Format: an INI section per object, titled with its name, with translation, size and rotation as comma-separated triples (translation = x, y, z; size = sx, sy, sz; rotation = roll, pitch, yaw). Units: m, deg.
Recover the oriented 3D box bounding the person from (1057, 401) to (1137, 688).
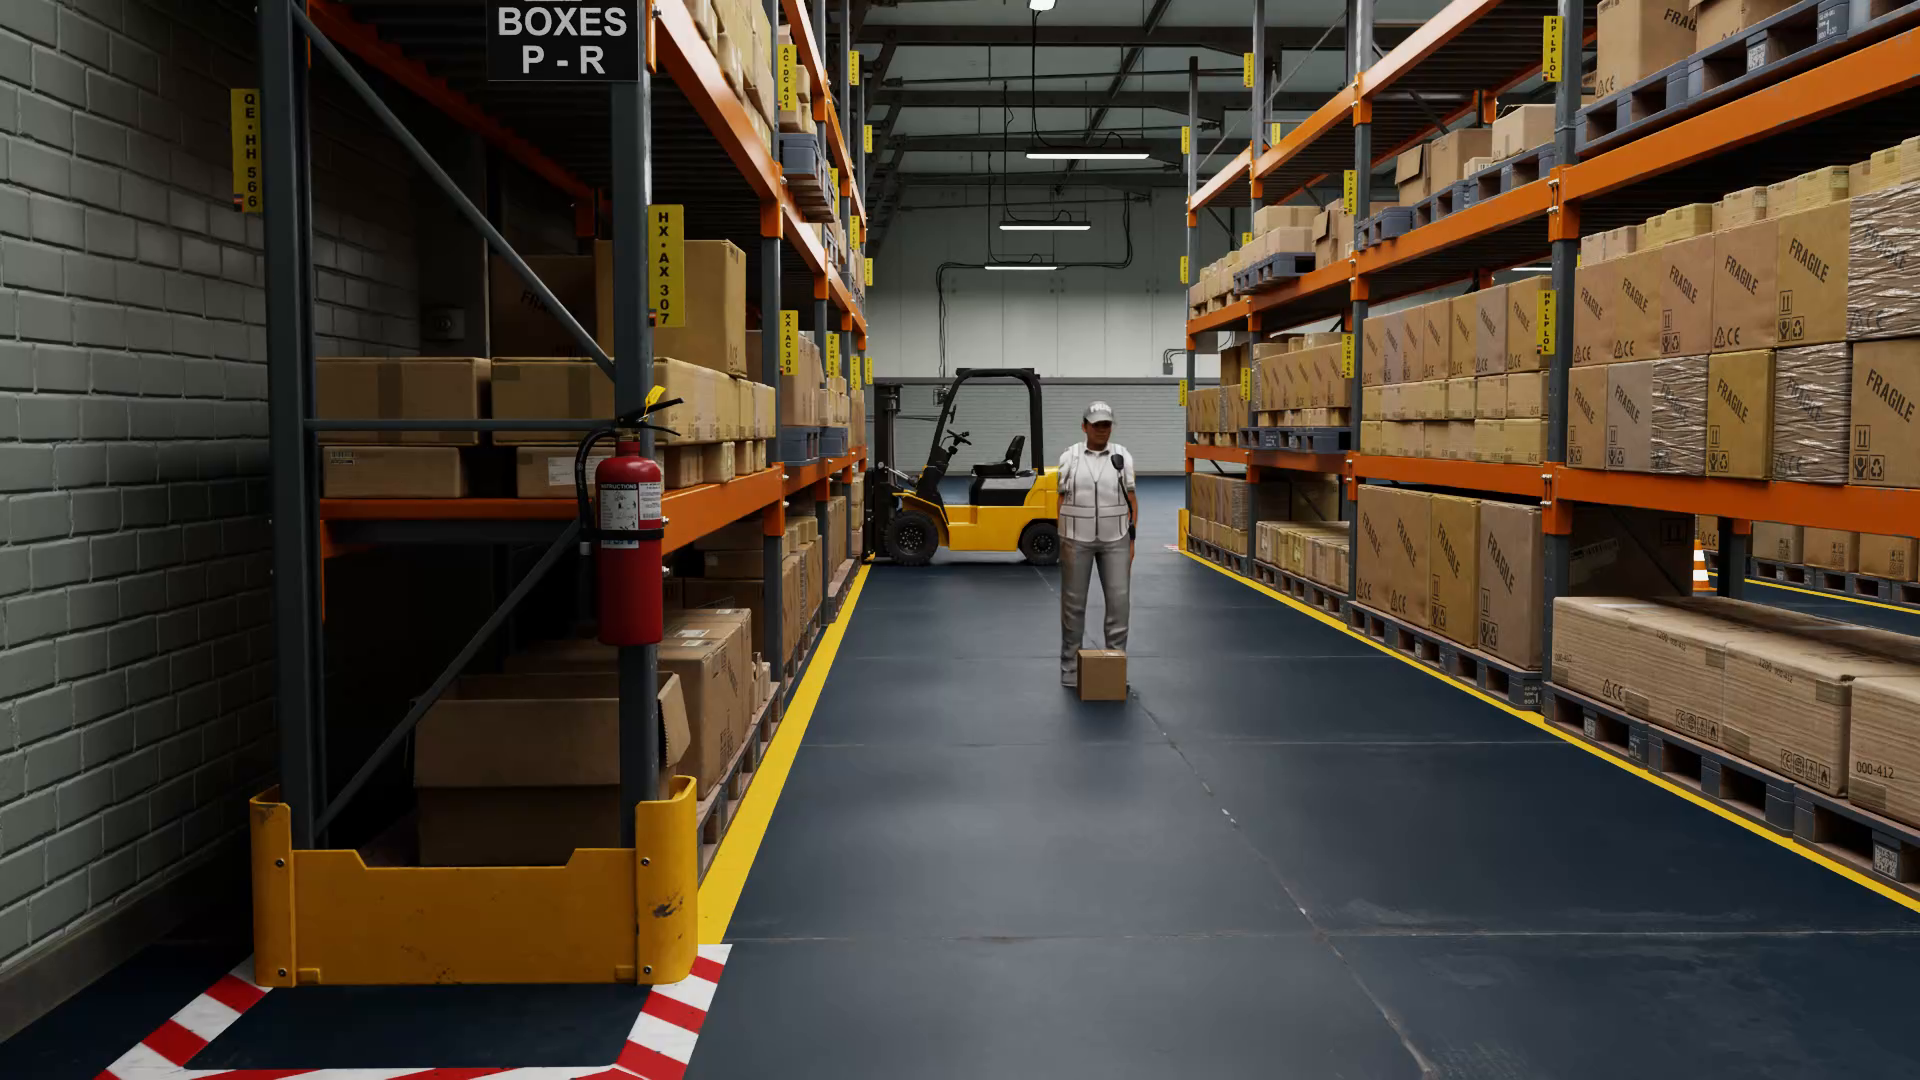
[person]
translation = 0.799, 0.026, 9.664
size = 0.468, 1.661, 0.391
rotation = 0, 4, 0
